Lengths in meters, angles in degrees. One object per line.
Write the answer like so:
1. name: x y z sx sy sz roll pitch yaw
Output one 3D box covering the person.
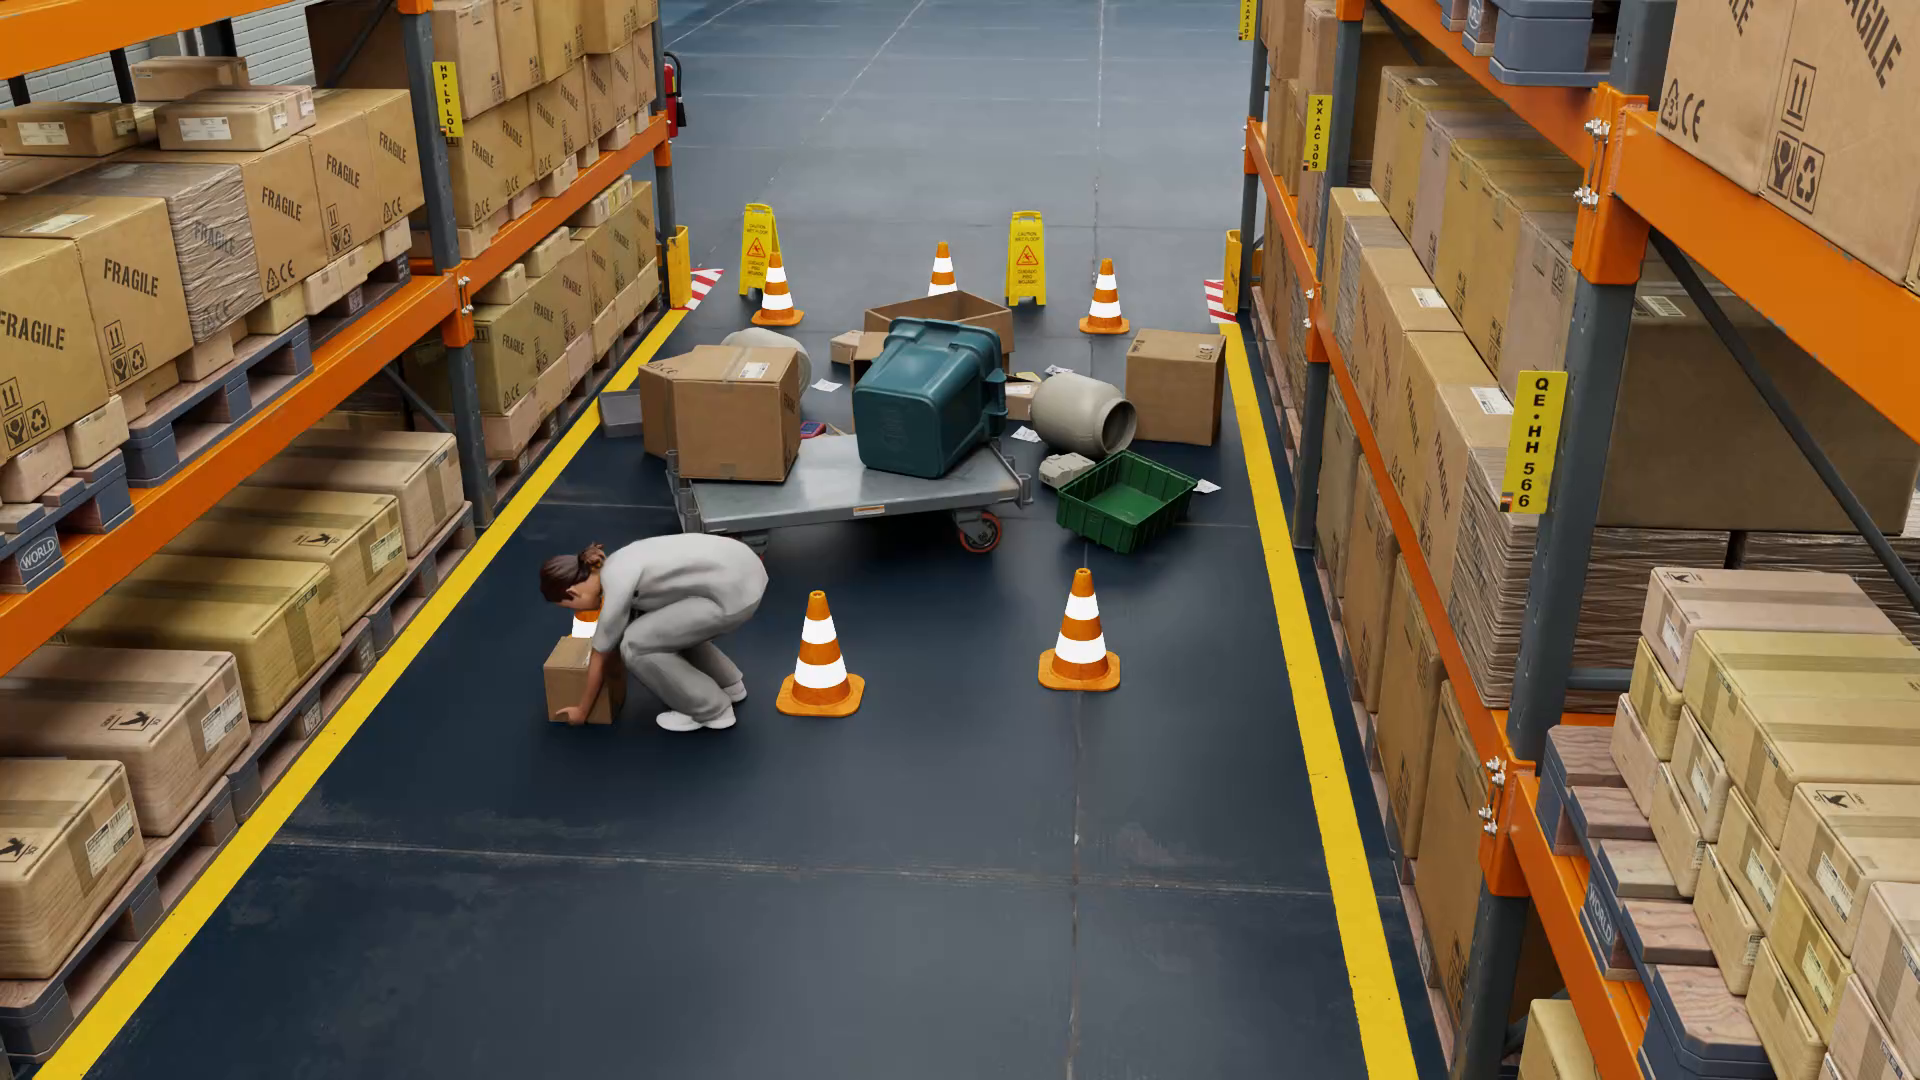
1. person: -1.178 0.355 6.483 0.867 0.766 0.462 1 25 3
